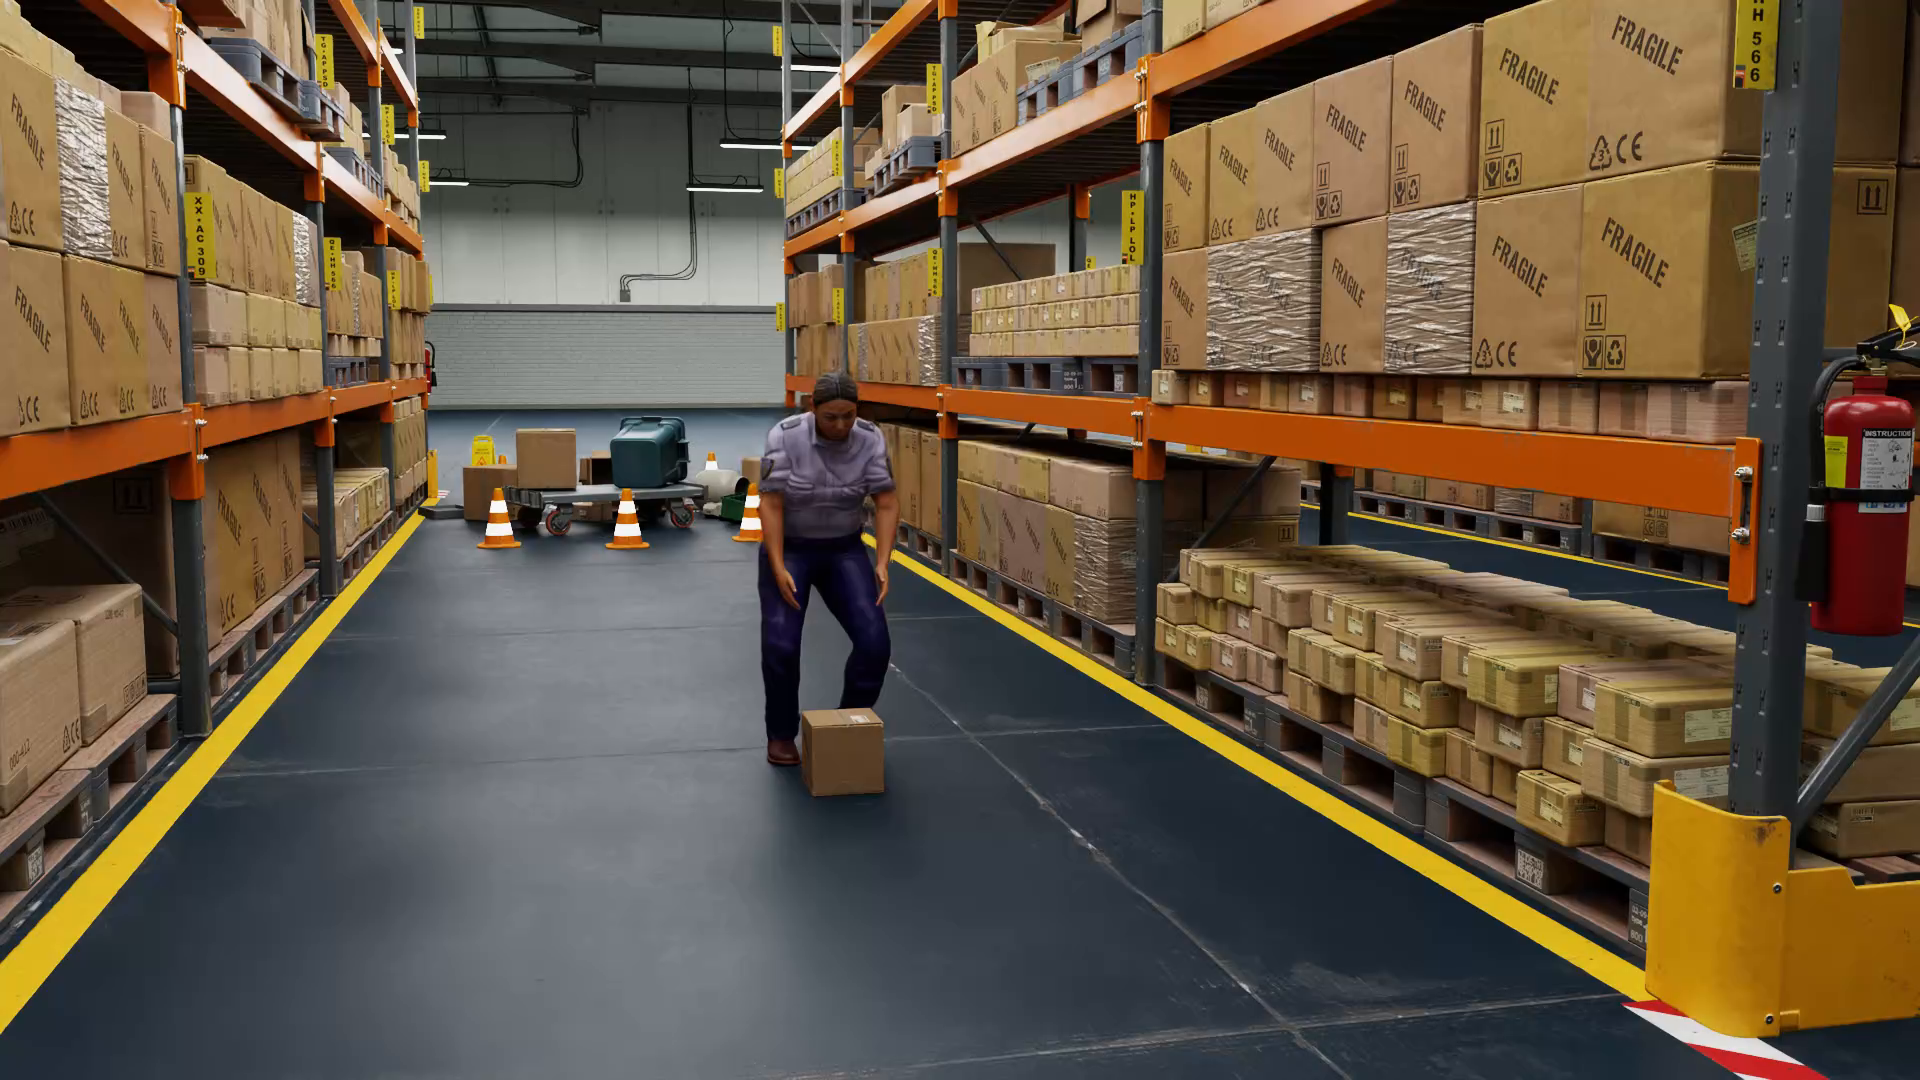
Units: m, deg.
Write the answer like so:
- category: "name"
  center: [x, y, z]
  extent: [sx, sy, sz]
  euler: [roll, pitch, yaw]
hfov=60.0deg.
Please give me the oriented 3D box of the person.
- category: "person"
  center: [-0.497, 0.099, 6.237]
  extent: [0.528, 1.469, 0.573]
  euler: [-1, 6, -13]
